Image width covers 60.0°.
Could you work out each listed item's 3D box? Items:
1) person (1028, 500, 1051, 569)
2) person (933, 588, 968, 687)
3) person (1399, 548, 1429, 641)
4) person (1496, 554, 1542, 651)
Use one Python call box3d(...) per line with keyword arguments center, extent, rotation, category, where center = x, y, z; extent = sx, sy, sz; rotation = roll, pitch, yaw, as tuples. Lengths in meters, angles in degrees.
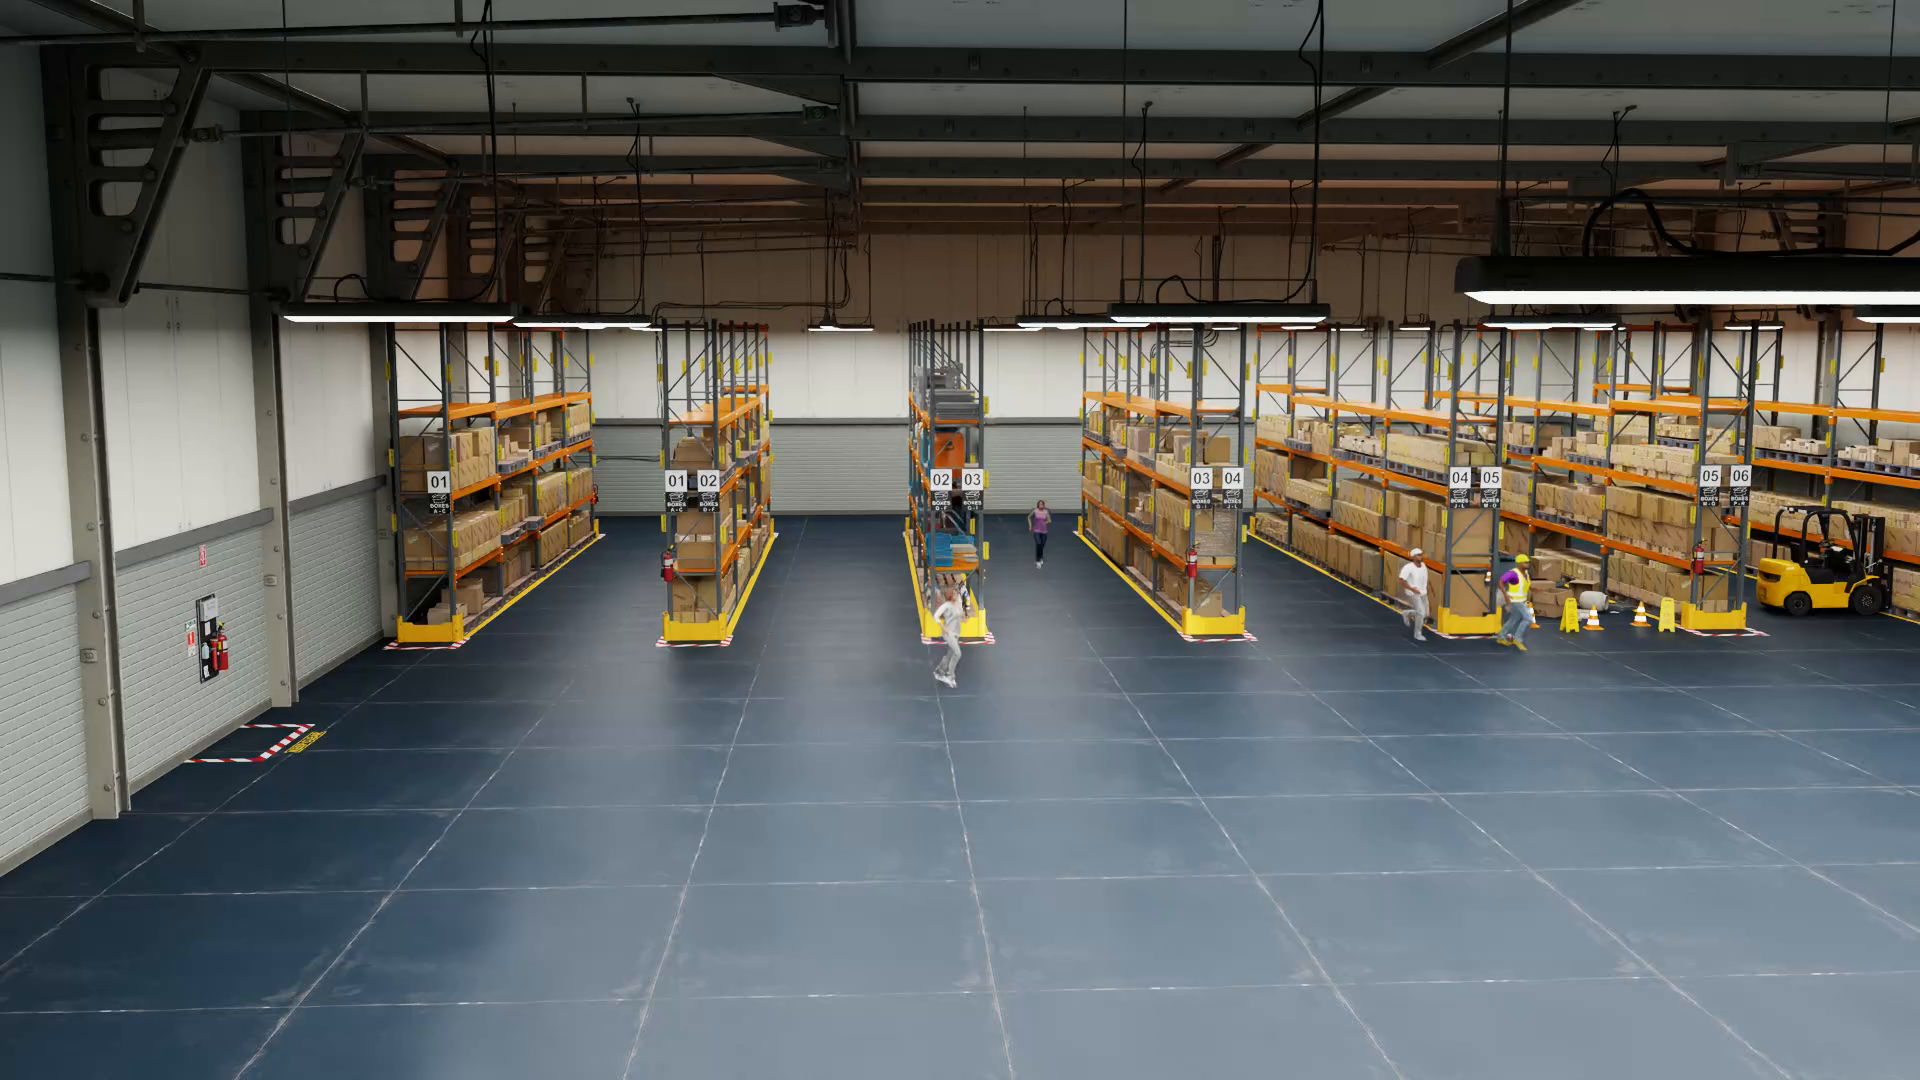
box3d(center=(1.897, -0.152, 39.482), extent=(0.510, 1.593, 0.737), rotation=(-1, 7, -11), category="person")
box3d(center=(-0.149, 1.614, 27.174), extent=(0.601, 1.642, 0.540), rotation=(3, 8, 24), category="person")
box3d(center=(8.578, 1.009, 31.410), extent=(0.730, 1.724, 0.659), rotation=(-5, 9, -36), category="person")
box3d(center=(10.140, 1.133, 30.256), extent=(0.796, 1.762, 0.711), rotation=(5, 9, 36), category="person")
